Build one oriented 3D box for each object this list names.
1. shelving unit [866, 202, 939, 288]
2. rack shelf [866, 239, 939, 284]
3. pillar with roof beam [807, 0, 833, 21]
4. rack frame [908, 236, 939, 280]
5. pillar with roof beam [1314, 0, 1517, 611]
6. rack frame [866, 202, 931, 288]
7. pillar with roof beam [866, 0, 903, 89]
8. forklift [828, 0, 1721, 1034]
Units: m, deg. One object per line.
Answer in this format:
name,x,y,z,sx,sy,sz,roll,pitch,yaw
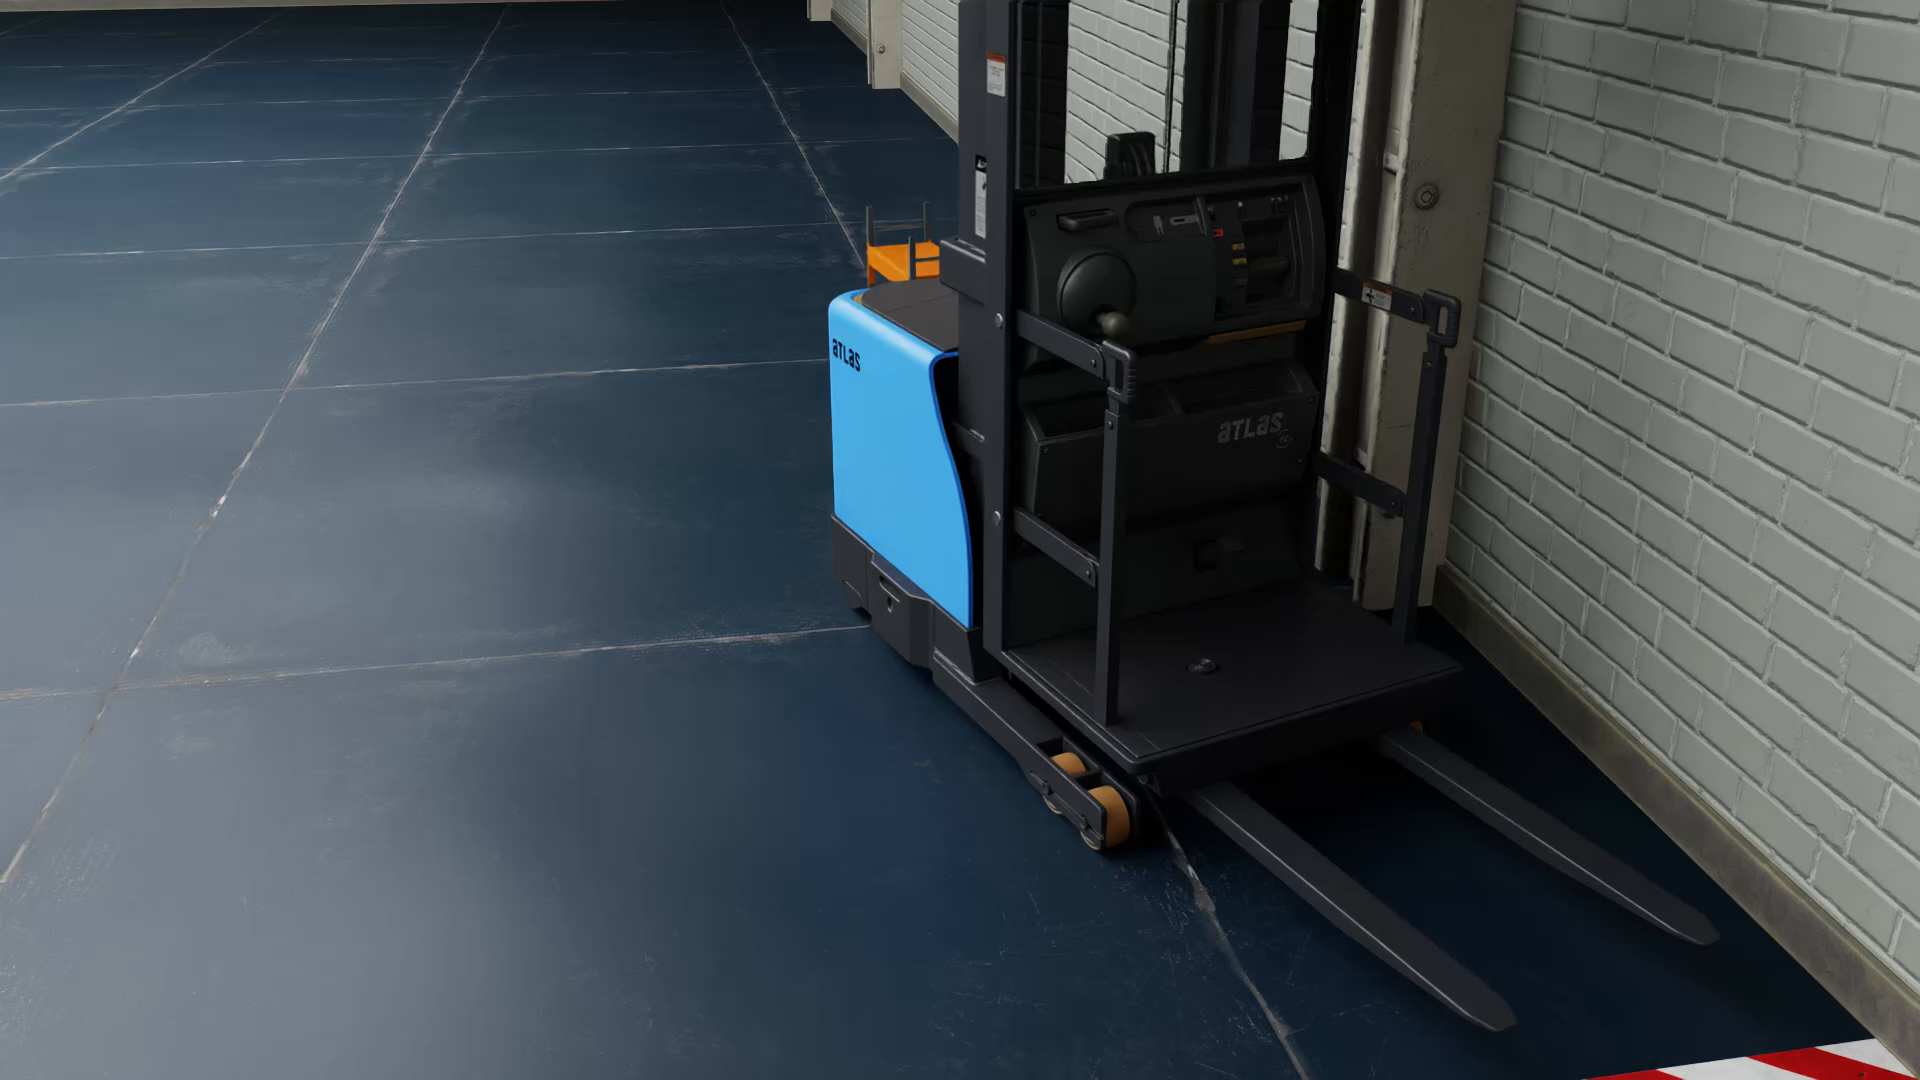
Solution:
shelving unit,-0.141,-0.577,6.072,0.258,1.200,0.503,-8,25,-18
rack shelf,-0.141,-0.937,5.914,0.258,0.148,0.480,-8,25,-18
pillar with roof beam,-6.085,-10.729,19.573,9.100,9.000,0.400,-4,24,-10
rack frame,-0.058,-0.485,5.861,0.240,1.200,0.015,-8,25,-18
pillar with roof beam,-2.757,-3.649,3.362,9.100,9.000,0.400,-4,24,-10
rack frame,-0.224,-0.669,6.282,0.240,1.200,0.015,-8,25,-18
pillar with roof beam,-4.976,-8.369,14.170,9.100,9.000,0.400,-4,24,-10
forklift,0.687,-0.732,4.265,1.130,2.935,3.031,-12,26,-25
